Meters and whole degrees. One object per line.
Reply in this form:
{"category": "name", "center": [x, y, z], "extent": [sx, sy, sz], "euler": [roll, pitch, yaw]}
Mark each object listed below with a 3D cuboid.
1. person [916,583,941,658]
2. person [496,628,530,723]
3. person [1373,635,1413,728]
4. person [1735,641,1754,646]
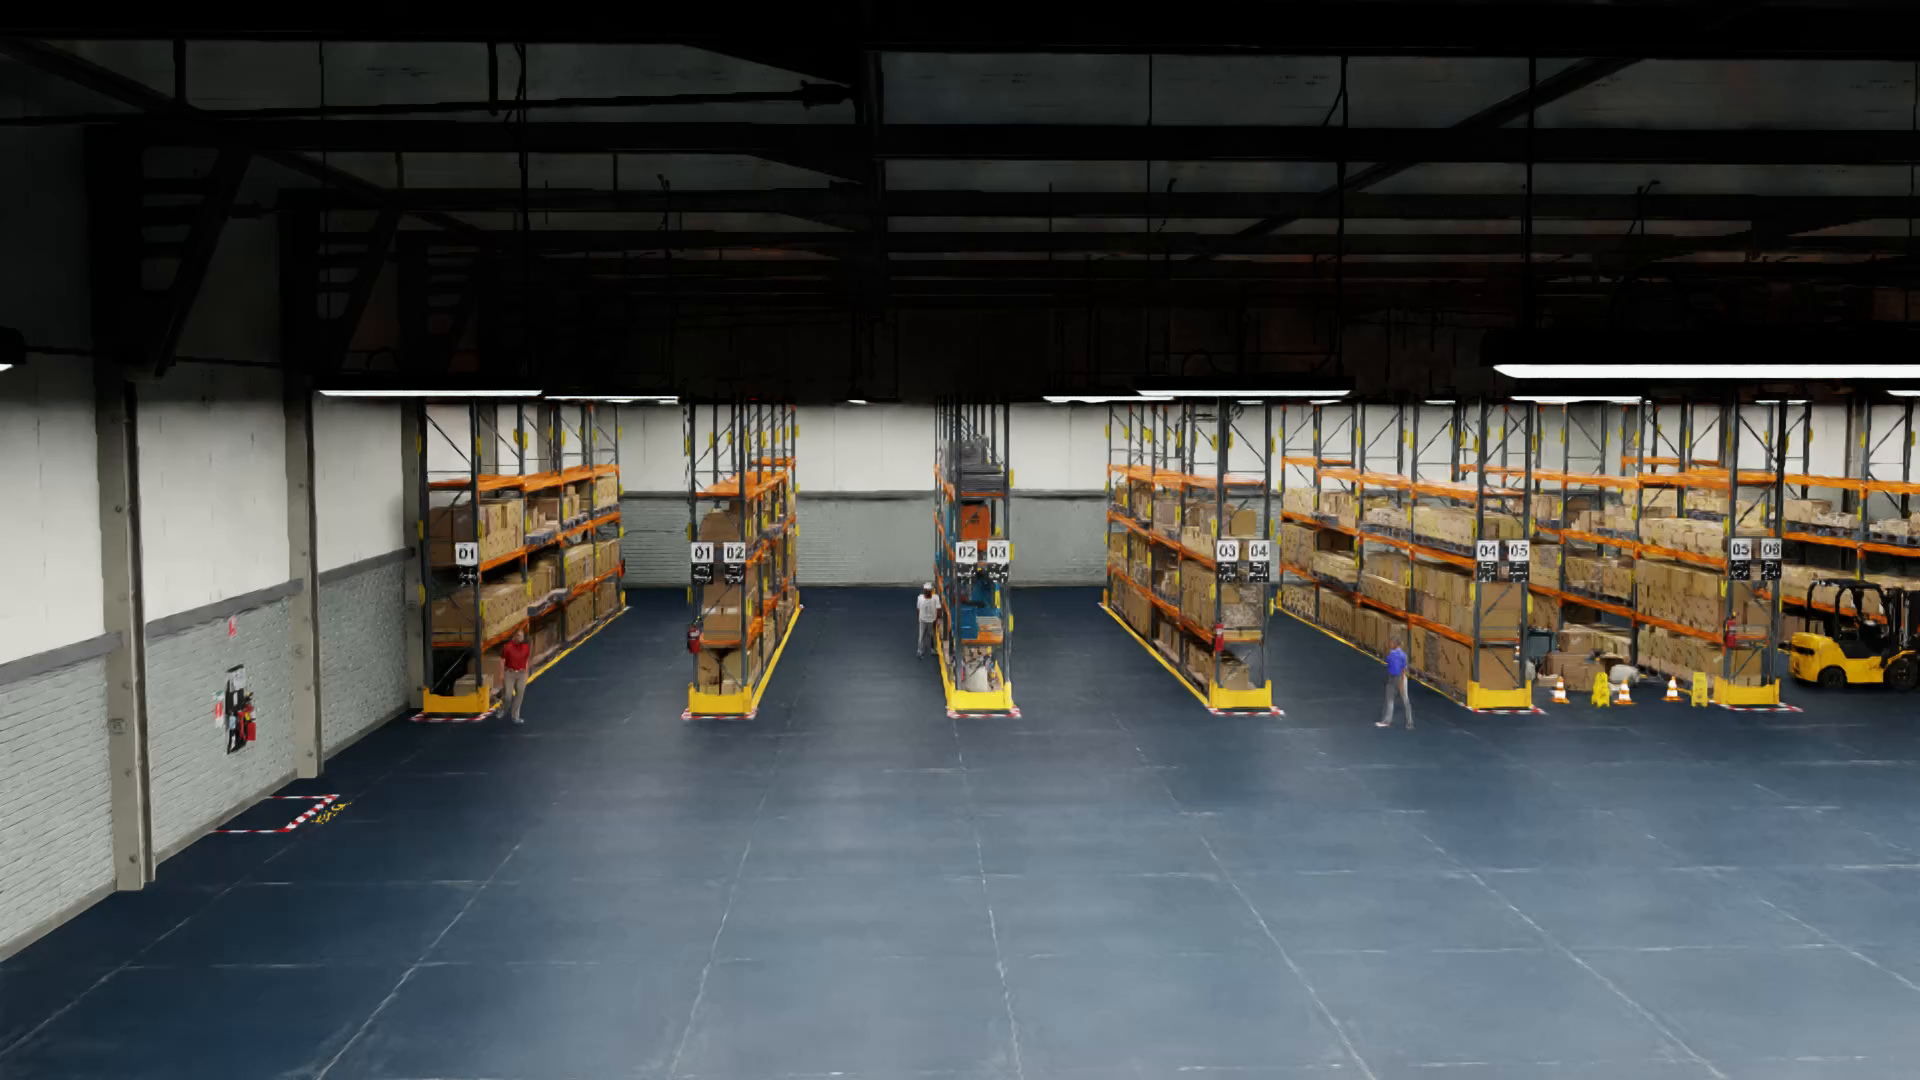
{"category": "person", "center": [-0.719, 1.820, 37.991], "extent": [0.569, 1.706, 1.042], "euler": [1, 5, 7]}
{"category": "person", "center": [-8.125, 2.450, 30.209], "extent": [0.598, 1.719, 0.550], "euler": [-4, 6, -39]}
{"category": "person", "center": [7.769, 2.519, 29.680], "extent": [0.606, 1.643, 0.592], "euler": [-2, 5, -22]}
{"category": "person", "center": [16.716, 2.035, 35.467], "extent": [0.408, 1.680, 0.538], "euler": [-3, 6, -34]}
